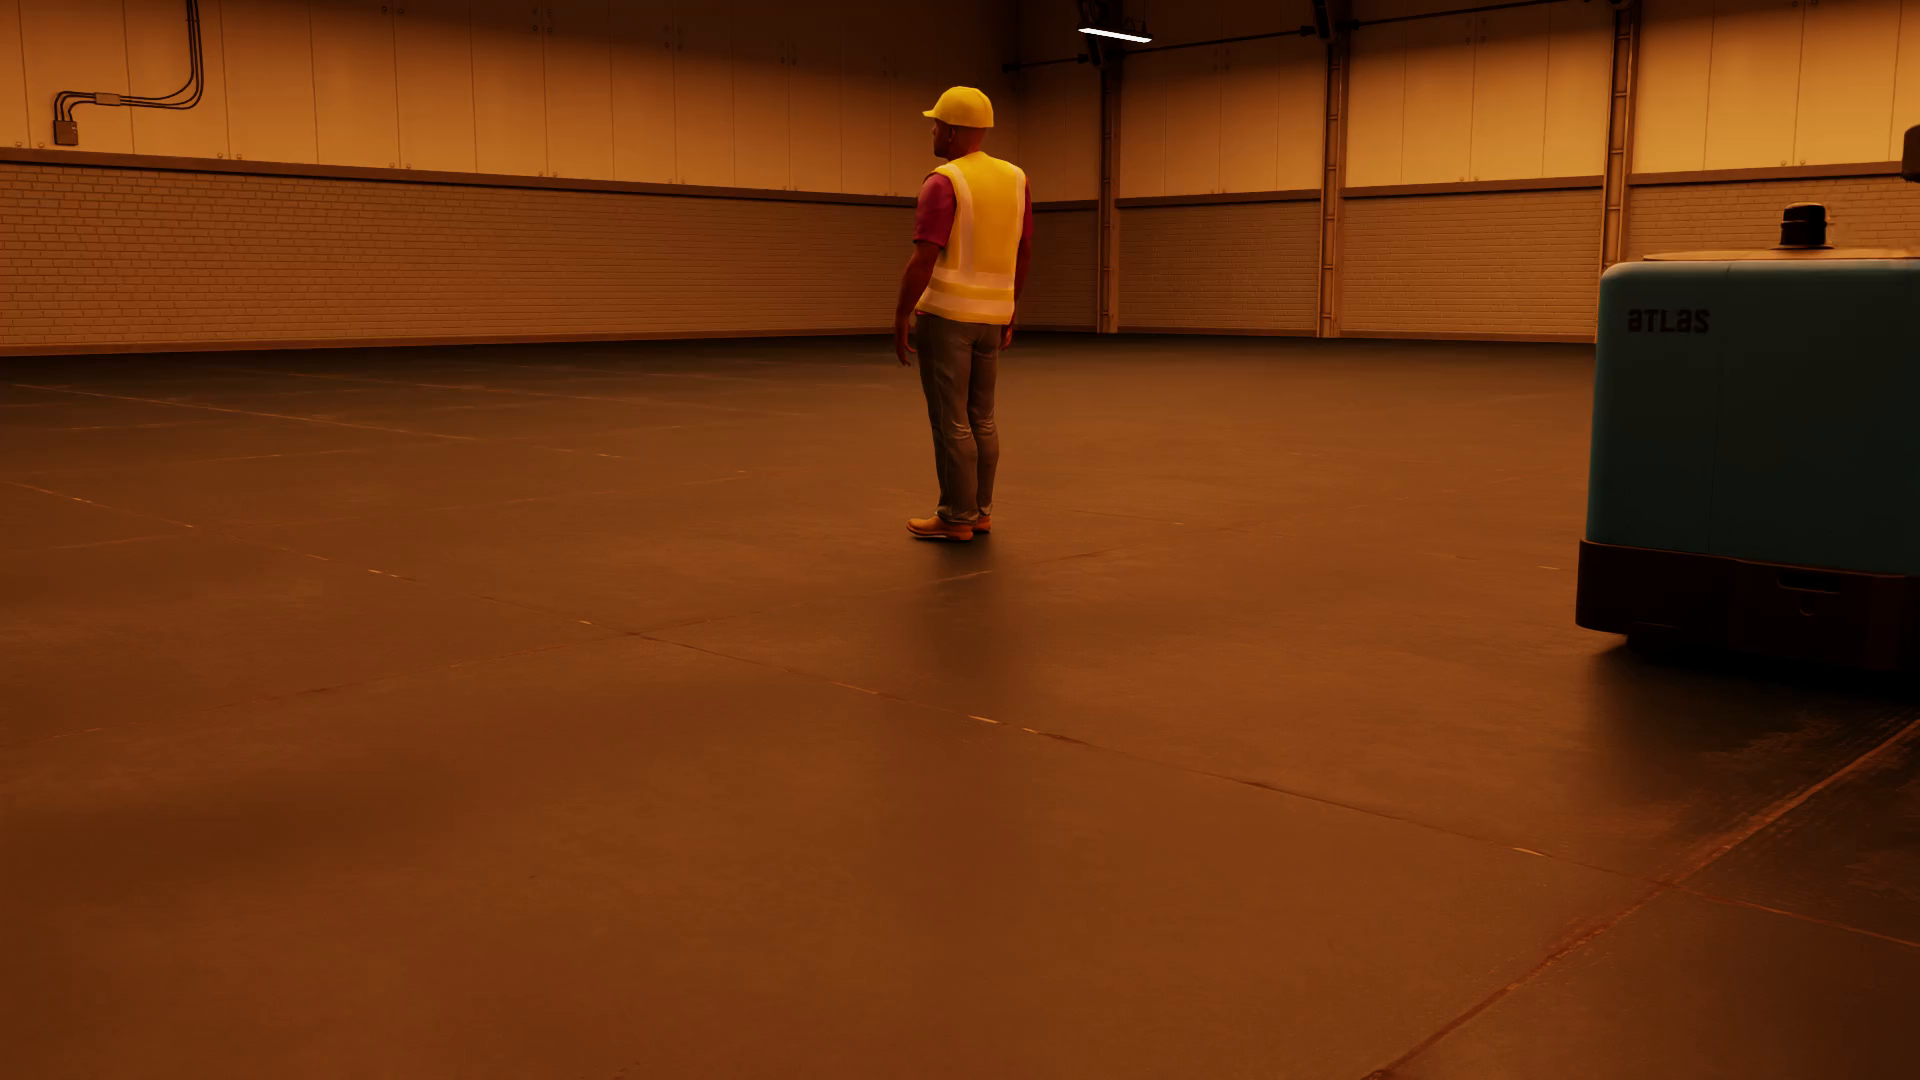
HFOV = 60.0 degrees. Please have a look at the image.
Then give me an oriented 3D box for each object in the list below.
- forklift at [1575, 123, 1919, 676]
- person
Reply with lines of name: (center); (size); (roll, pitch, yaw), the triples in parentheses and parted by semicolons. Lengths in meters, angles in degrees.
forklift: (3.154, -1.044, 3.805); (3.031, 2.935, 1.130); (8, 12, 42)
person: (-0.046, -0.889, 6.637); (0.575, 1.768, 0.665); (8, 12, 43)
